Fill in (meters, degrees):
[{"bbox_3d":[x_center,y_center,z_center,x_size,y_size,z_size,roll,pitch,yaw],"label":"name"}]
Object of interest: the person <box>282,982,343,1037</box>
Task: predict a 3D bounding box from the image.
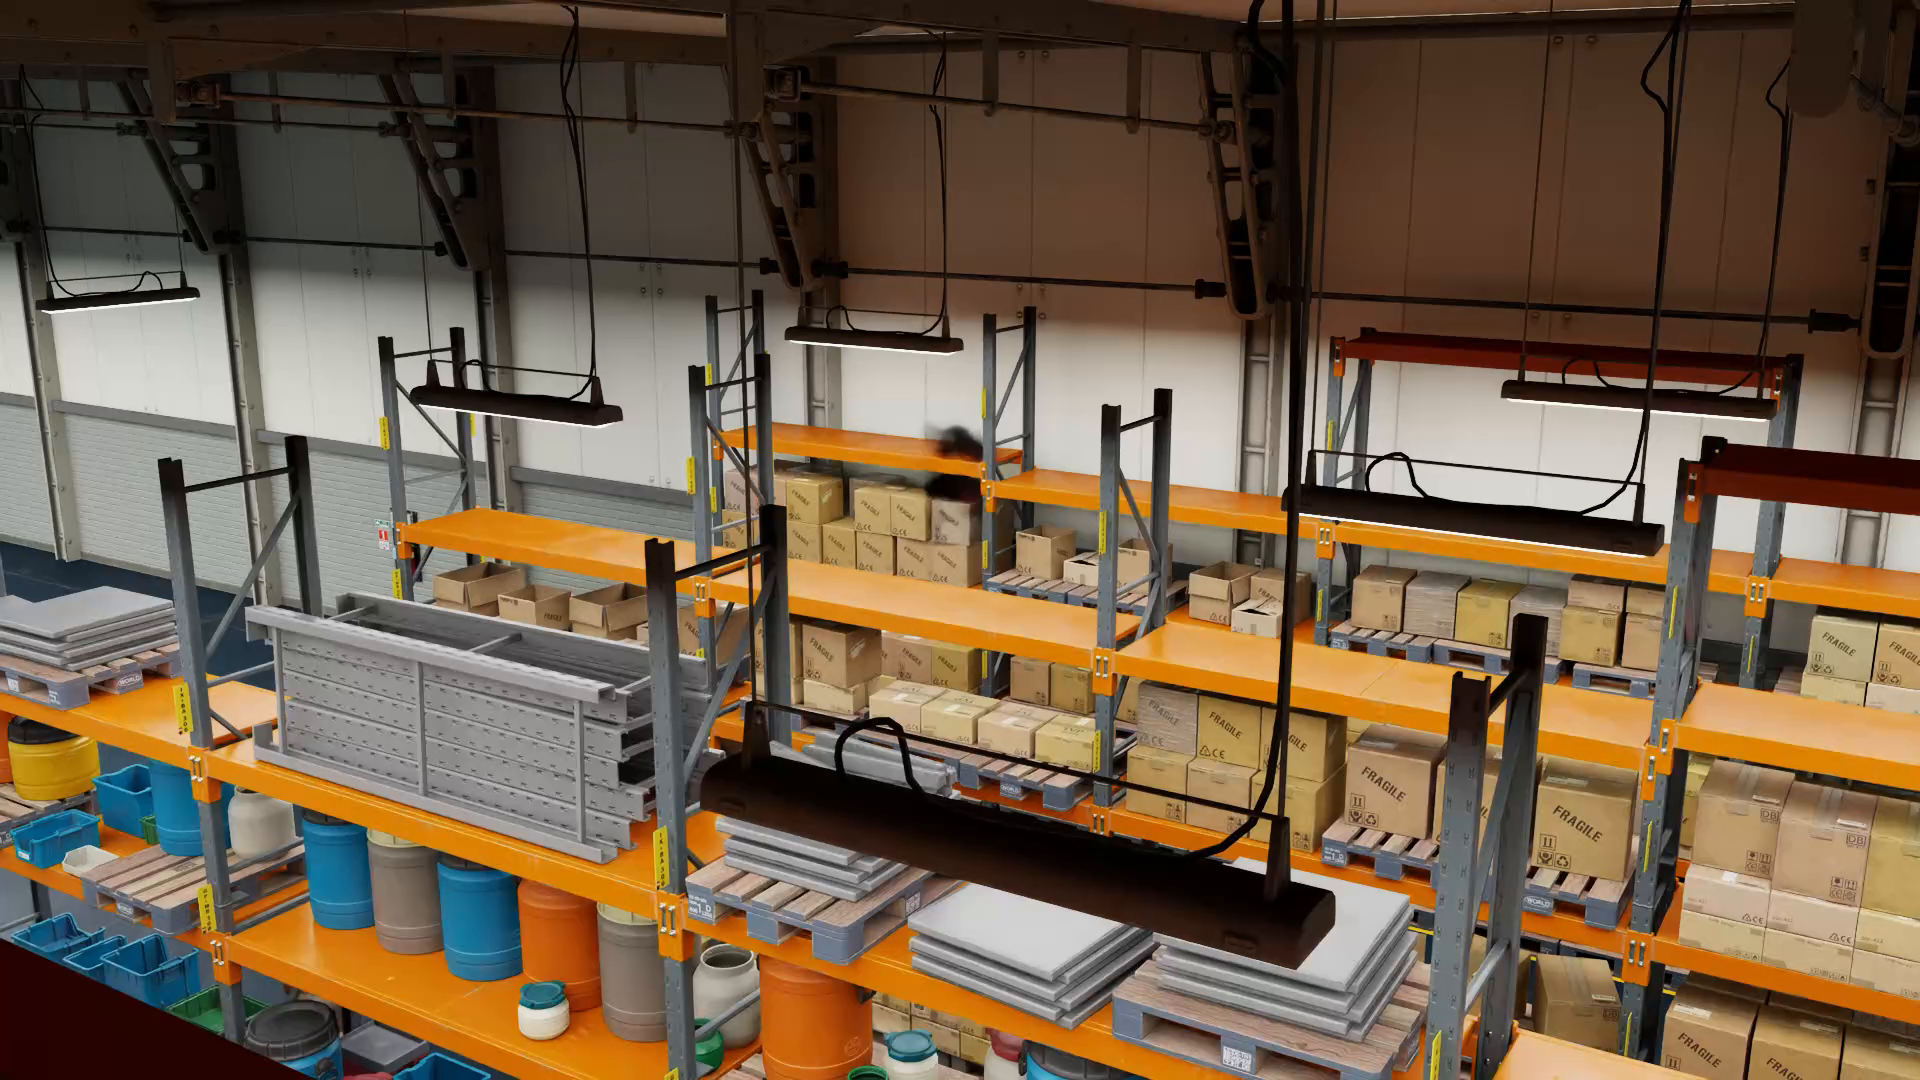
[{"bbox_3d":[-5.380,3.871,13.985,0.682,1.736,0.858,-11,18,-39],"label":"person"}]
